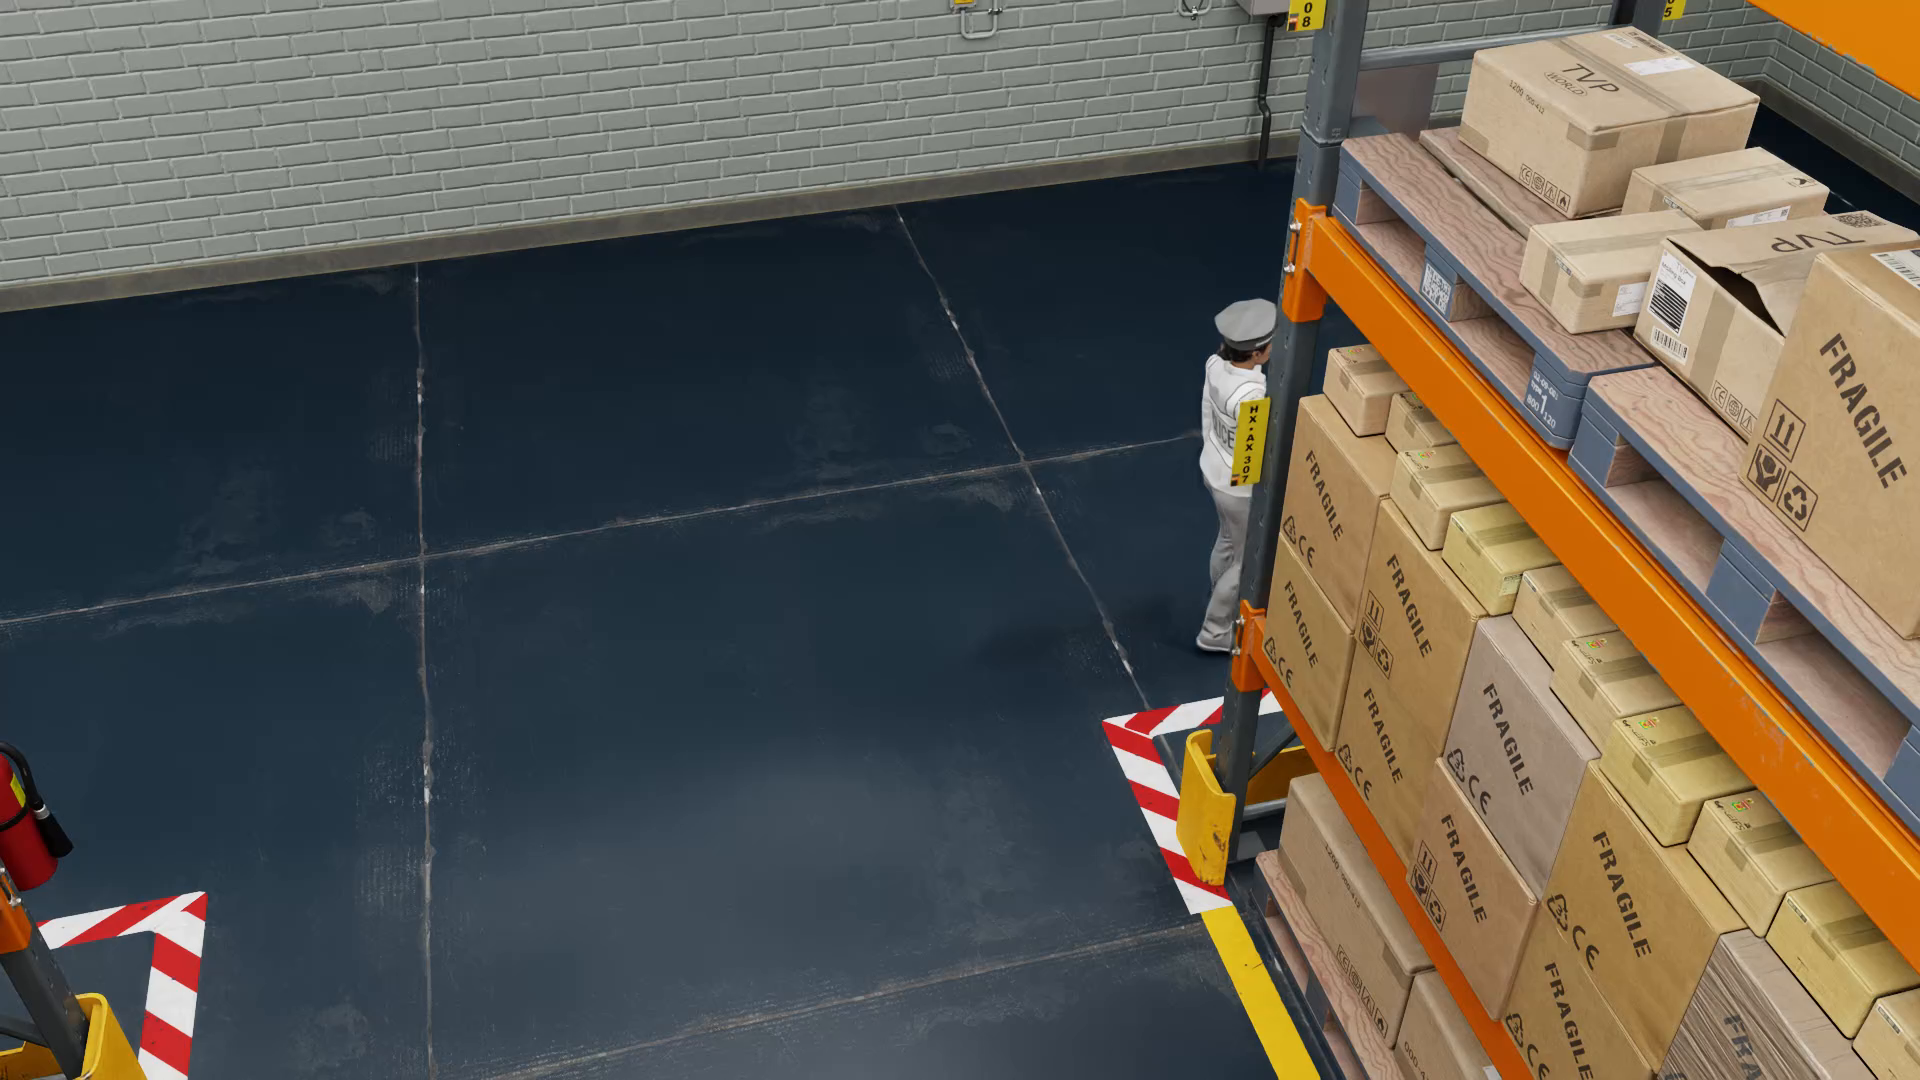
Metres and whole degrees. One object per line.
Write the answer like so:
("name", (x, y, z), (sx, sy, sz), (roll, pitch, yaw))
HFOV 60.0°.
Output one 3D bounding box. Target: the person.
("person", (1.226, -0.250, 7.001), (0.459, 1.691, 0.519), (-9, 39, -11))
